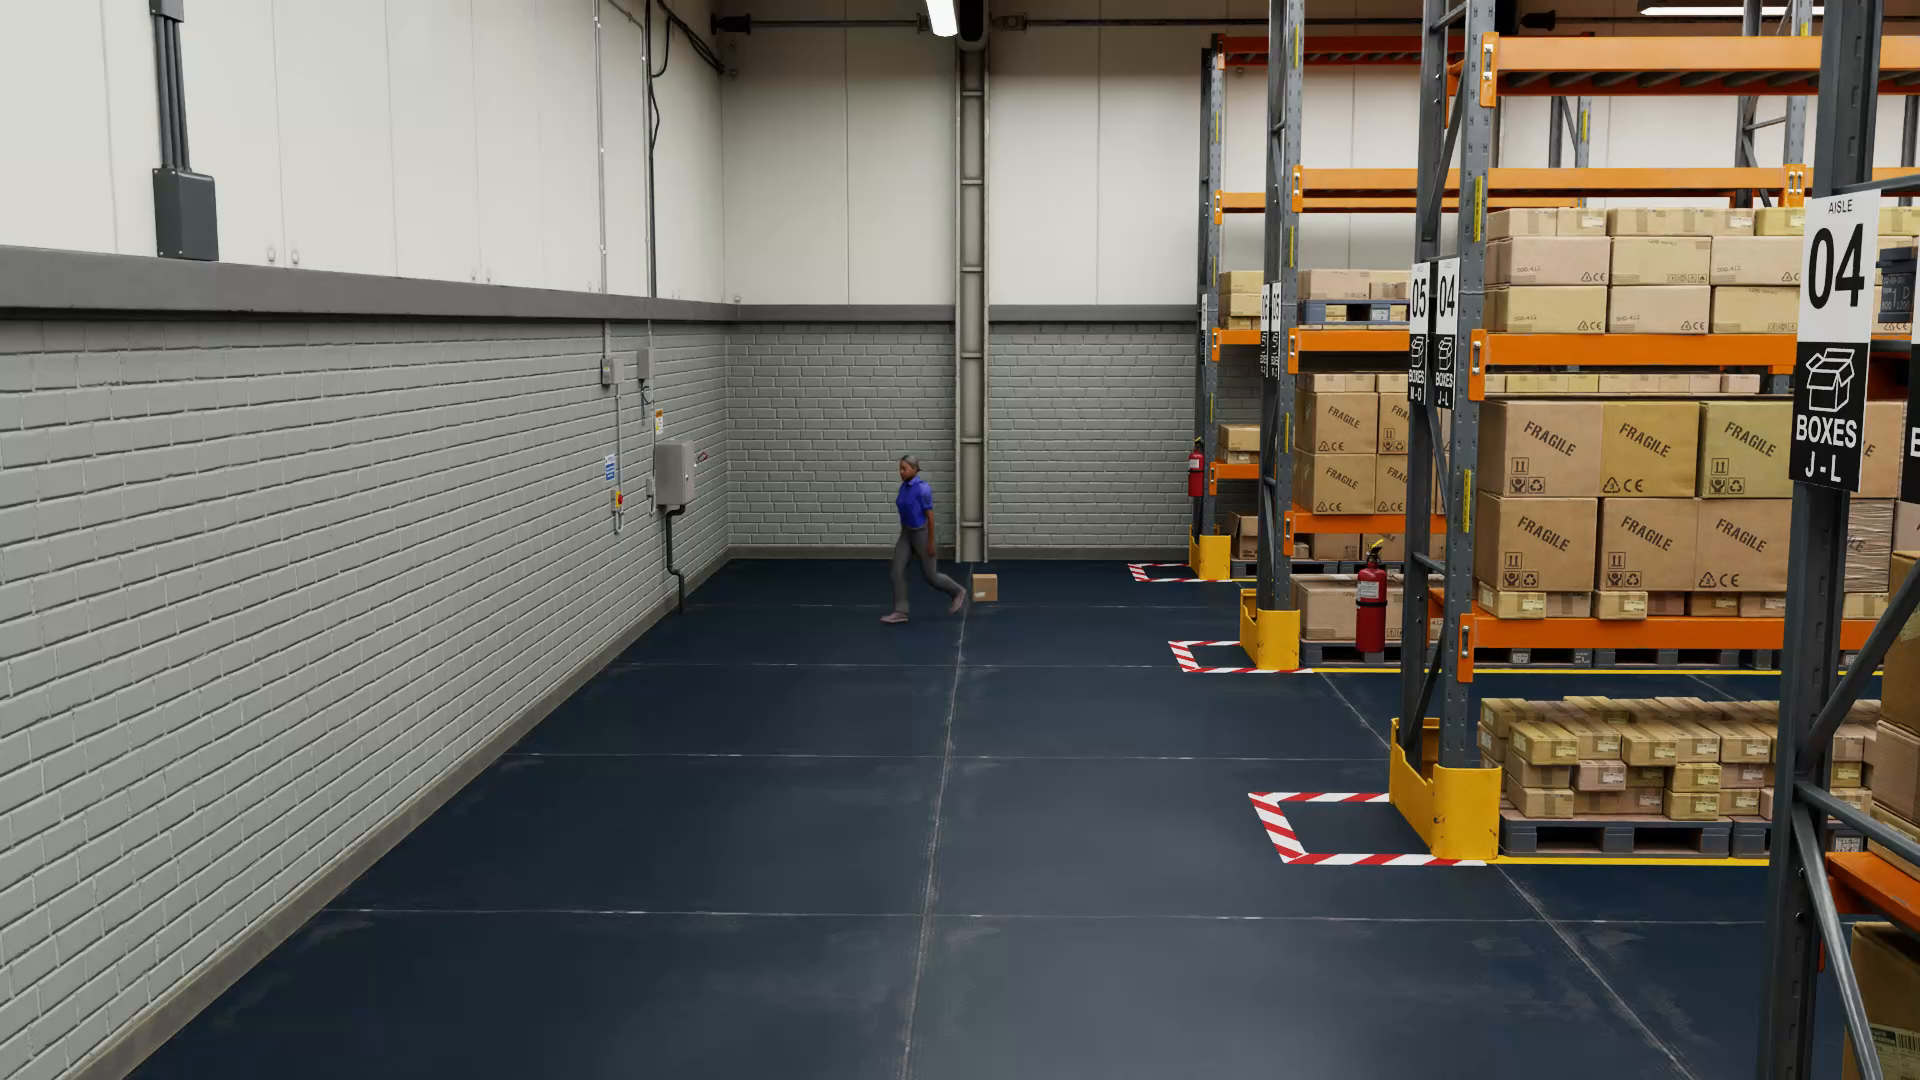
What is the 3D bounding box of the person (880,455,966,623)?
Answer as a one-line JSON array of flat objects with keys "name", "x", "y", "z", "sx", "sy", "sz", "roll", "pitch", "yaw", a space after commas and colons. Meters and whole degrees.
[{"name": "person", "x": -0.344, "y": -0.026, "z": 16.005, "sx": 0.903, "sy": 1.607, "sz": 0.454, "roll": -6, "pitch": 10, "yaw": -39}]
